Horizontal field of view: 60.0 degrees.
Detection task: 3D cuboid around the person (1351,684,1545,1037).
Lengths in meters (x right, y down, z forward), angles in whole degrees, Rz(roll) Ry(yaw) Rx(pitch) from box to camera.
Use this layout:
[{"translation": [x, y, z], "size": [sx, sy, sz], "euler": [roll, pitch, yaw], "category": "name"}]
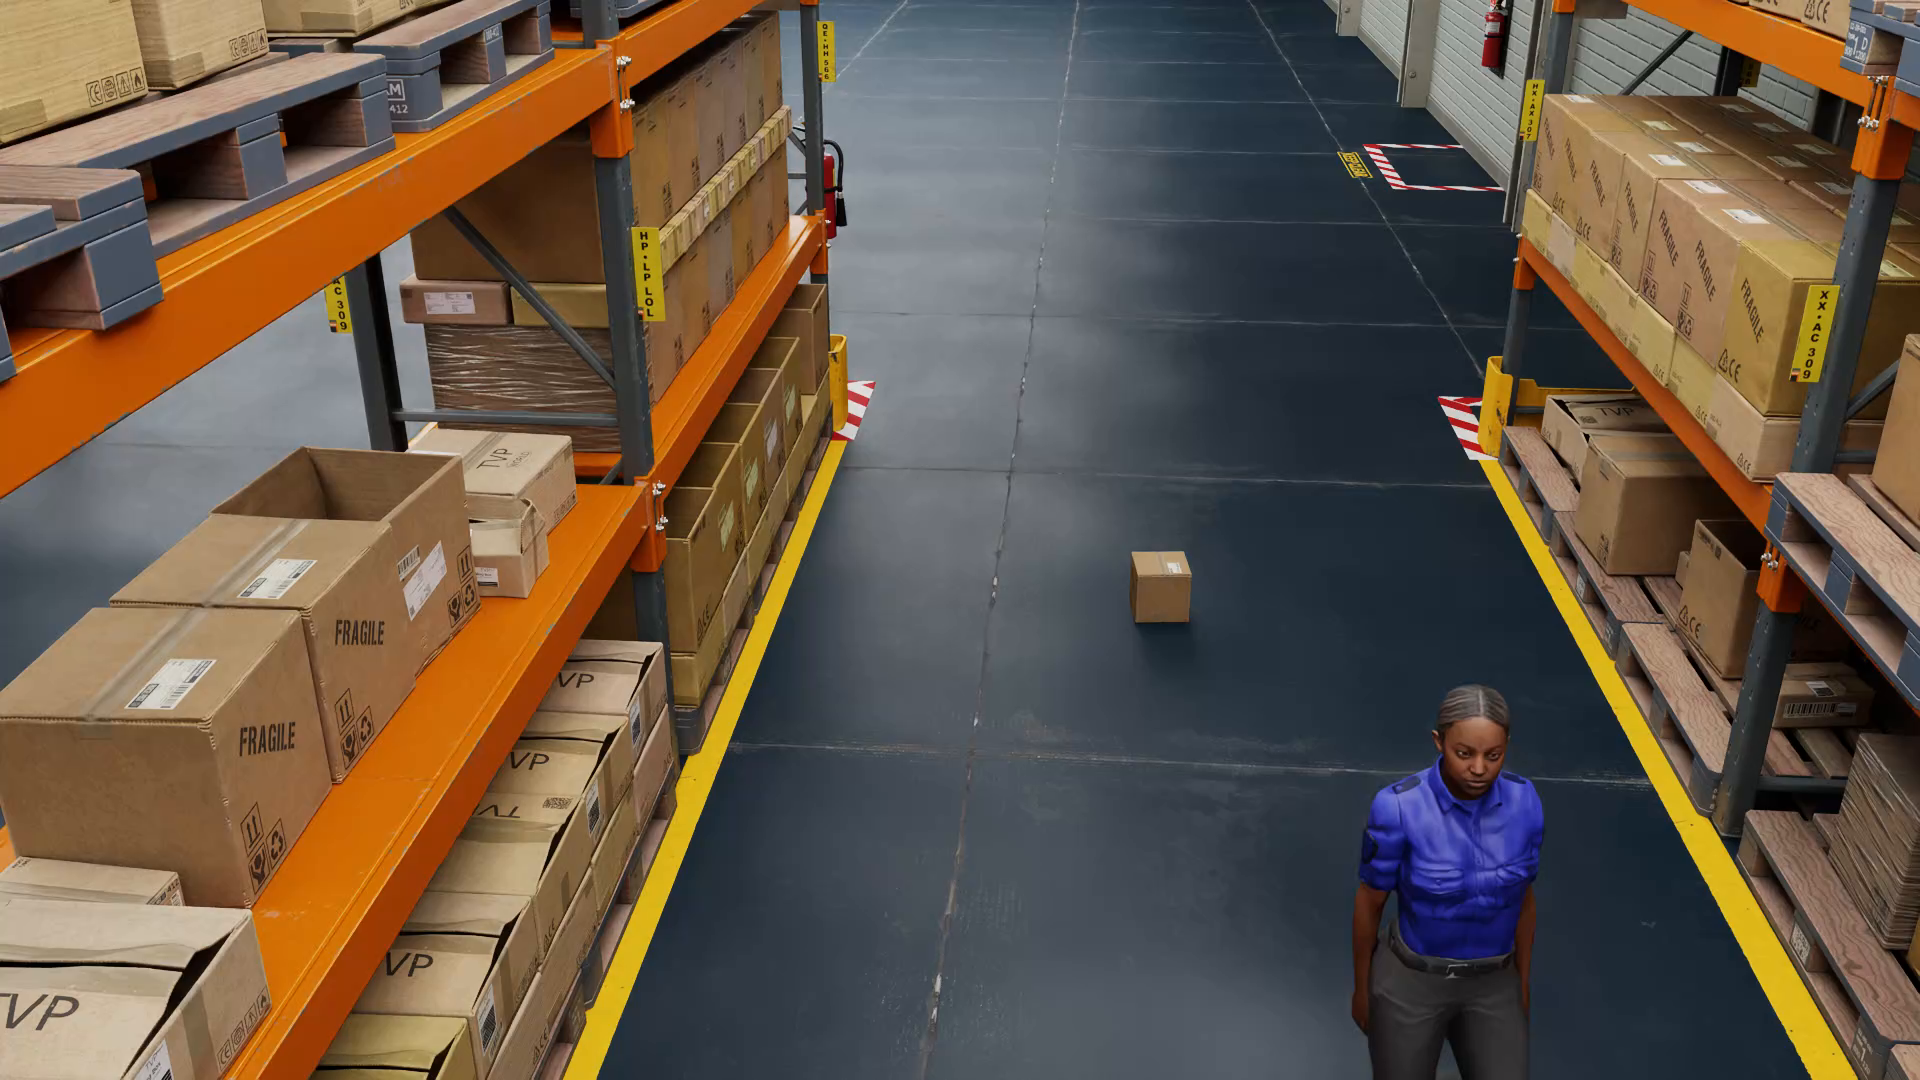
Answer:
[{"translation": [1.203, 1.092, 4.169], "size": [0.472, 1.652, 0.426], "euler": [-2, 25, -4], "category": "person"}]
